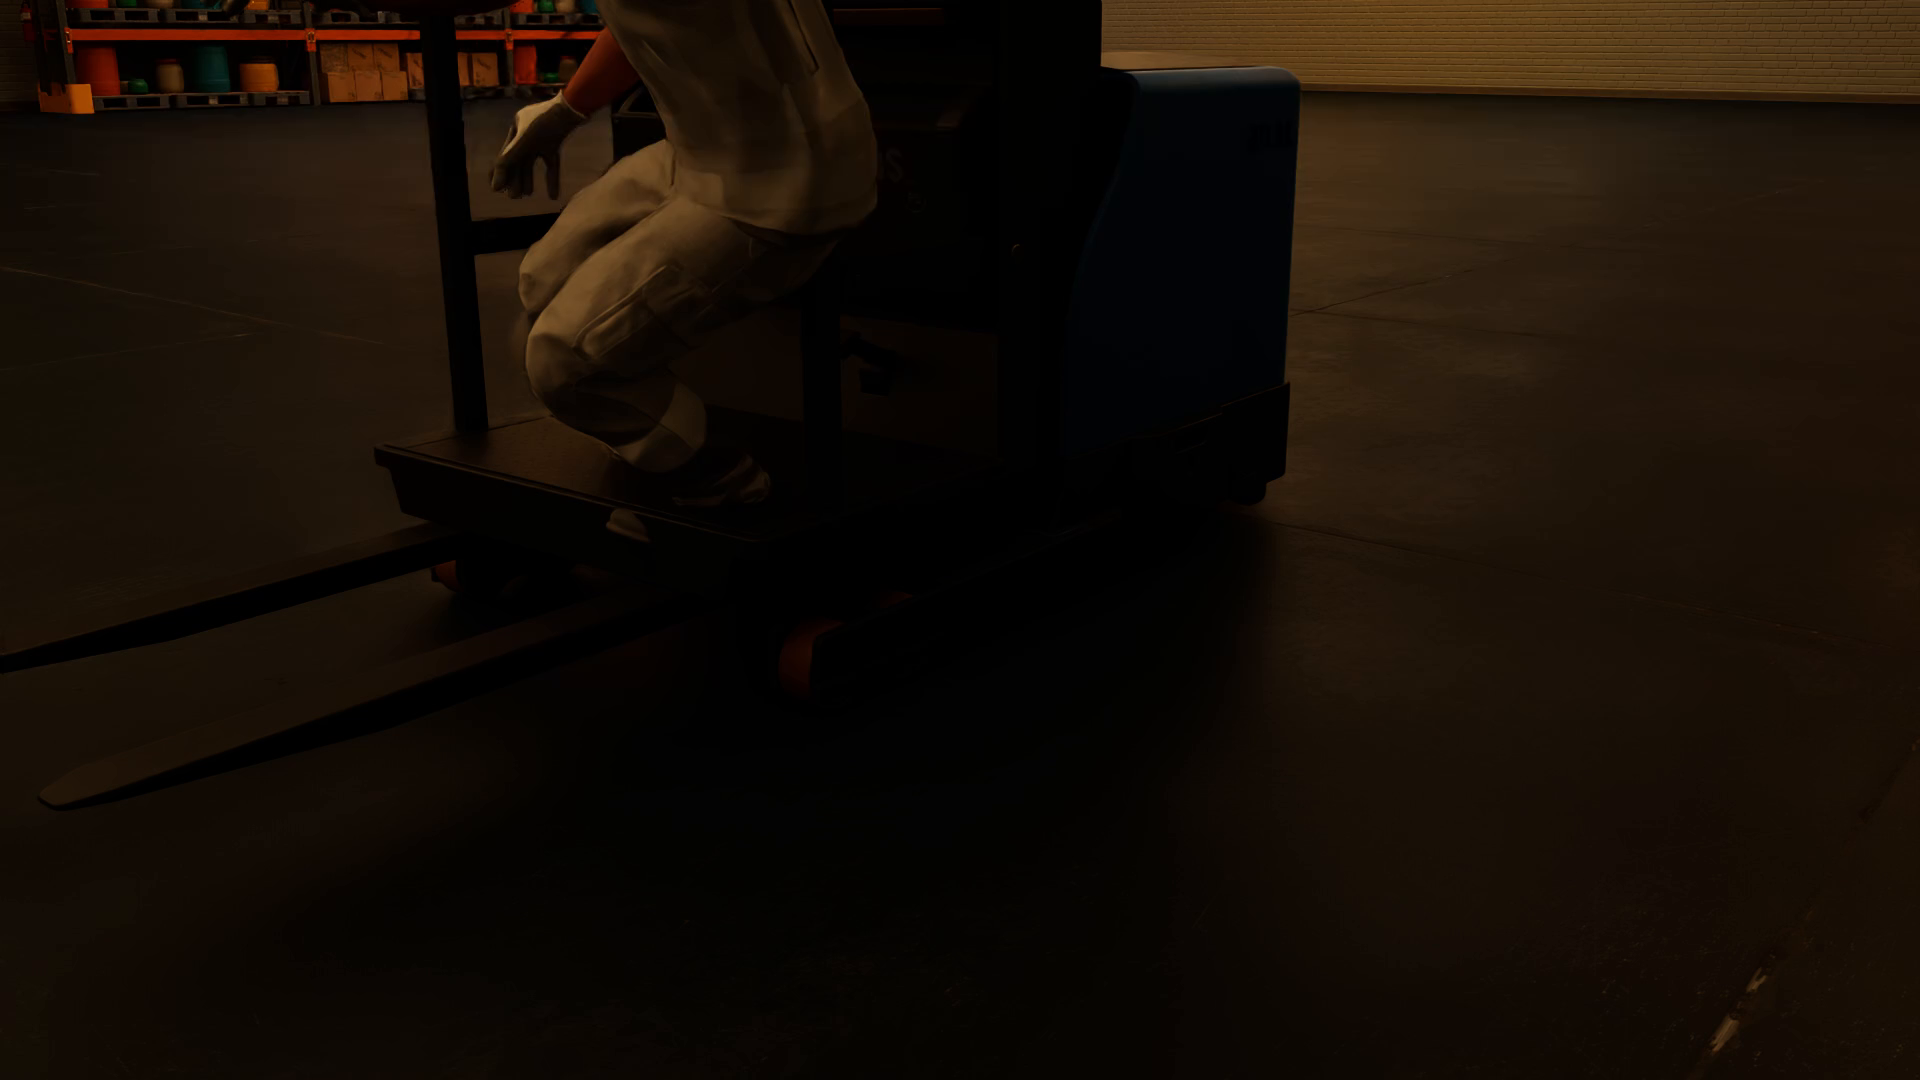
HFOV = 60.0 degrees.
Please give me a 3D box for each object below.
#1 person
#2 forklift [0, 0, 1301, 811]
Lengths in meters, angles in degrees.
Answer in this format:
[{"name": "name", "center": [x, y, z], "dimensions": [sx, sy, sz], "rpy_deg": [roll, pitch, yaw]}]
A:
[{"name": "person", "center": [-0.627, -0.617, 2.609], "dimensions": [0.930, 1.432, 1.123], "rpy_deg": [-6, 18, -18]}, {"name": "forklift", "center": [-0.464, -1.262, 3.054], "dimensions": [1.130, 2.935, 3.031], "rpy_deg": [13, 21, 36]}]
